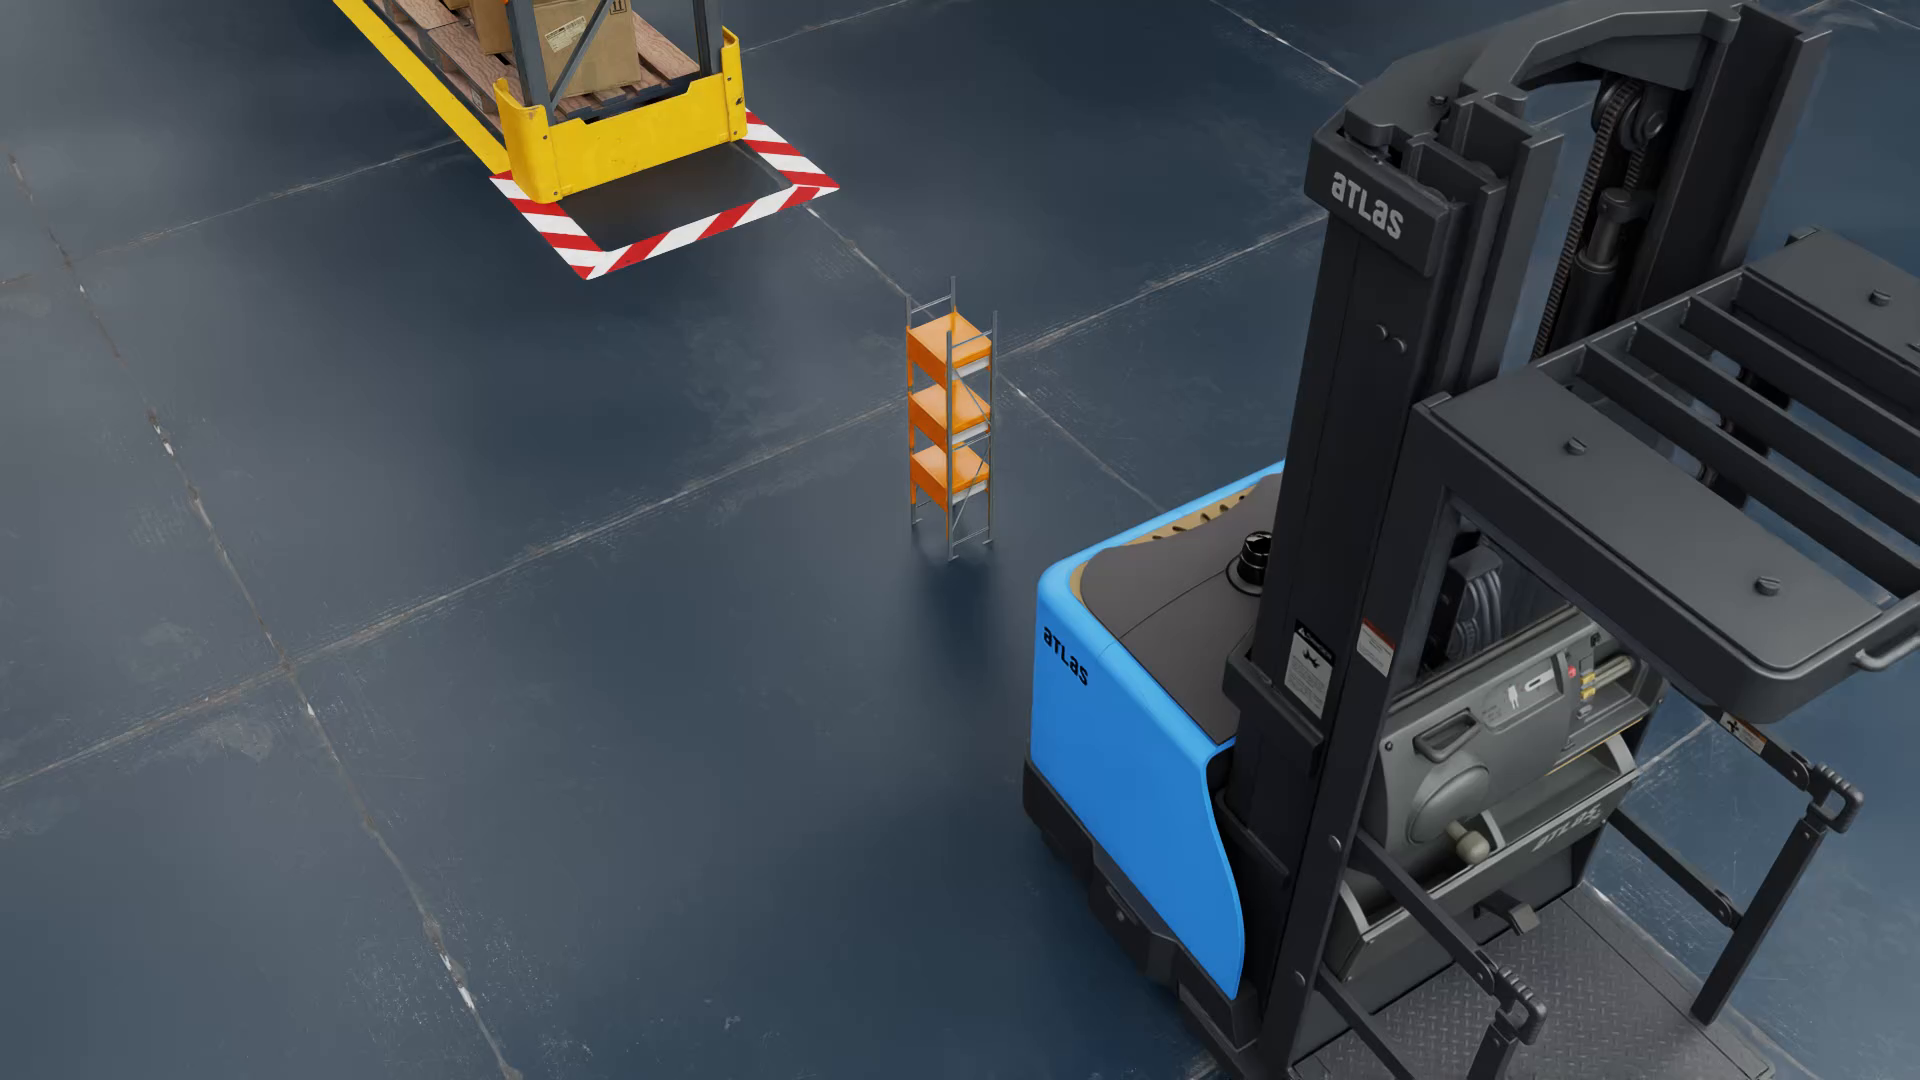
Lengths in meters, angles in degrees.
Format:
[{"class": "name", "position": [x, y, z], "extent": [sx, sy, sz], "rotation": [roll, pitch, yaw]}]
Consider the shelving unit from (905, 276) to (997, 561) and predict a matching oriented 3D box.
[{"class": "shelving unit", "position": [-0.031, -0.410, 5.919], "extent": [0.215, 1.050, 0.252], "rotation": [-26, 49, -24]}]

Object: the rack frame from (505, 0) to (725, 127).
[{"class": "rack frame", "position": [-1.582, -2.955, 7.173], "extent": [1.000, 3.000, 0.127], "rotation": [-26, 49, -24]}]

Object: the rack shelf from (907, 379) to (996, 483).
[{"class": "rack shelf", "position": [-0.031, -0.402, 5.927], "extent": [0.215, 0.259, 0.240], "rotation": [-26, 49, -24]}]

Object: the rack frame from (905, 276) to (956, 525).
[{"class": "rack frame", "position": [-0.100, -0.479, 5.992], "extent": [0.200, 1.050, 0.008], "rotation": [-26, 49, -24]}]

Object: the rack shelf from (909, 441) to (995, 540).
[{"class": "rack shelf", "position": [-0.031, -0.201, 6.118], "extent": [0.215, 0.259, 0.240], "rotation": [-26, 49, -24]}]

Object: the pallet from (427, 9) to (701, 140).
[{"class": "pallet", "position": [-2.061, -2.464, 8.678], "extent": [1.003, 0.211, 1.213], "rotation": [-26, 49, -24]}]

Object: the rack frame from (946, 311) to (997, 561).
[{"class": "rack frame", "position": [0.039, -0.341, 5.847], "extent": [0.200, 1.050, 0.008], "rotation": [-26, 49, -24]}]

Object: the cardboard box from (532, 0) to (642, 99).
[{"class": "cardboard box", "position": [-1.925, -2.563, 8.269], "extent": [0.500, 0.500, 0.500], "rotation": [-17, 46, -17]}]

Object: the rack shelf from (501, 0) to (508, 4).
[{"class": "rack shelf", "position": [-2.726, -3.828, 8.608], "extent": [1.077, 0.370, 4.000], "rotation": [-26, 49, -24]}]

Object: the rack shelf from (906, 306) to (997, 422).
[{"class": "rack shelf", "position": [-0.031, -0.608, 5.731], "extent": [0.215, 0.259, 0.240], "rotation": [-26, 49, -24]}]

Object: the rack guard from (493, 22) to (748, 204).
[{"class": "rack guard", "position": [-1.625, -2.094, 8.081], "extent": [1.175, 0.500, 0.348], "rotation": [-26, 49, -24]}]

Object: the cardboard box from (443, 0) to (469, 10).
[{"class": "cardboard box", "position": [-2.638, -3.250, 8.988], "extent": [0.500, 0.500, 0.500], "rotation": [-21, 48, -21]}]

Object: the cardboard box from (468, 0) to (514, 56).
[{"class": "cardboard box", "position": [-2.295, -2.888, 8.609], "extent": [0.500, 0.500, 0.500], "rotation": [-14, 45, -14]}]

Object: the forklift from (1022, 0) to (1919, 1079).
[{"class": "forklift", "position": [1.408, 0.488, 3.616], "extent": [1.130, 2.935, 3.031], "rotation": [-23, 48, -23]}]

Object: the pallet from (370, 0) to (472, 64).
[{"class": "pallet", "position": [-2.755, -3.154, 9.401], "extent": [1.003, 0.211, 1.213], "rotation": [-26, 49, -24]}]
